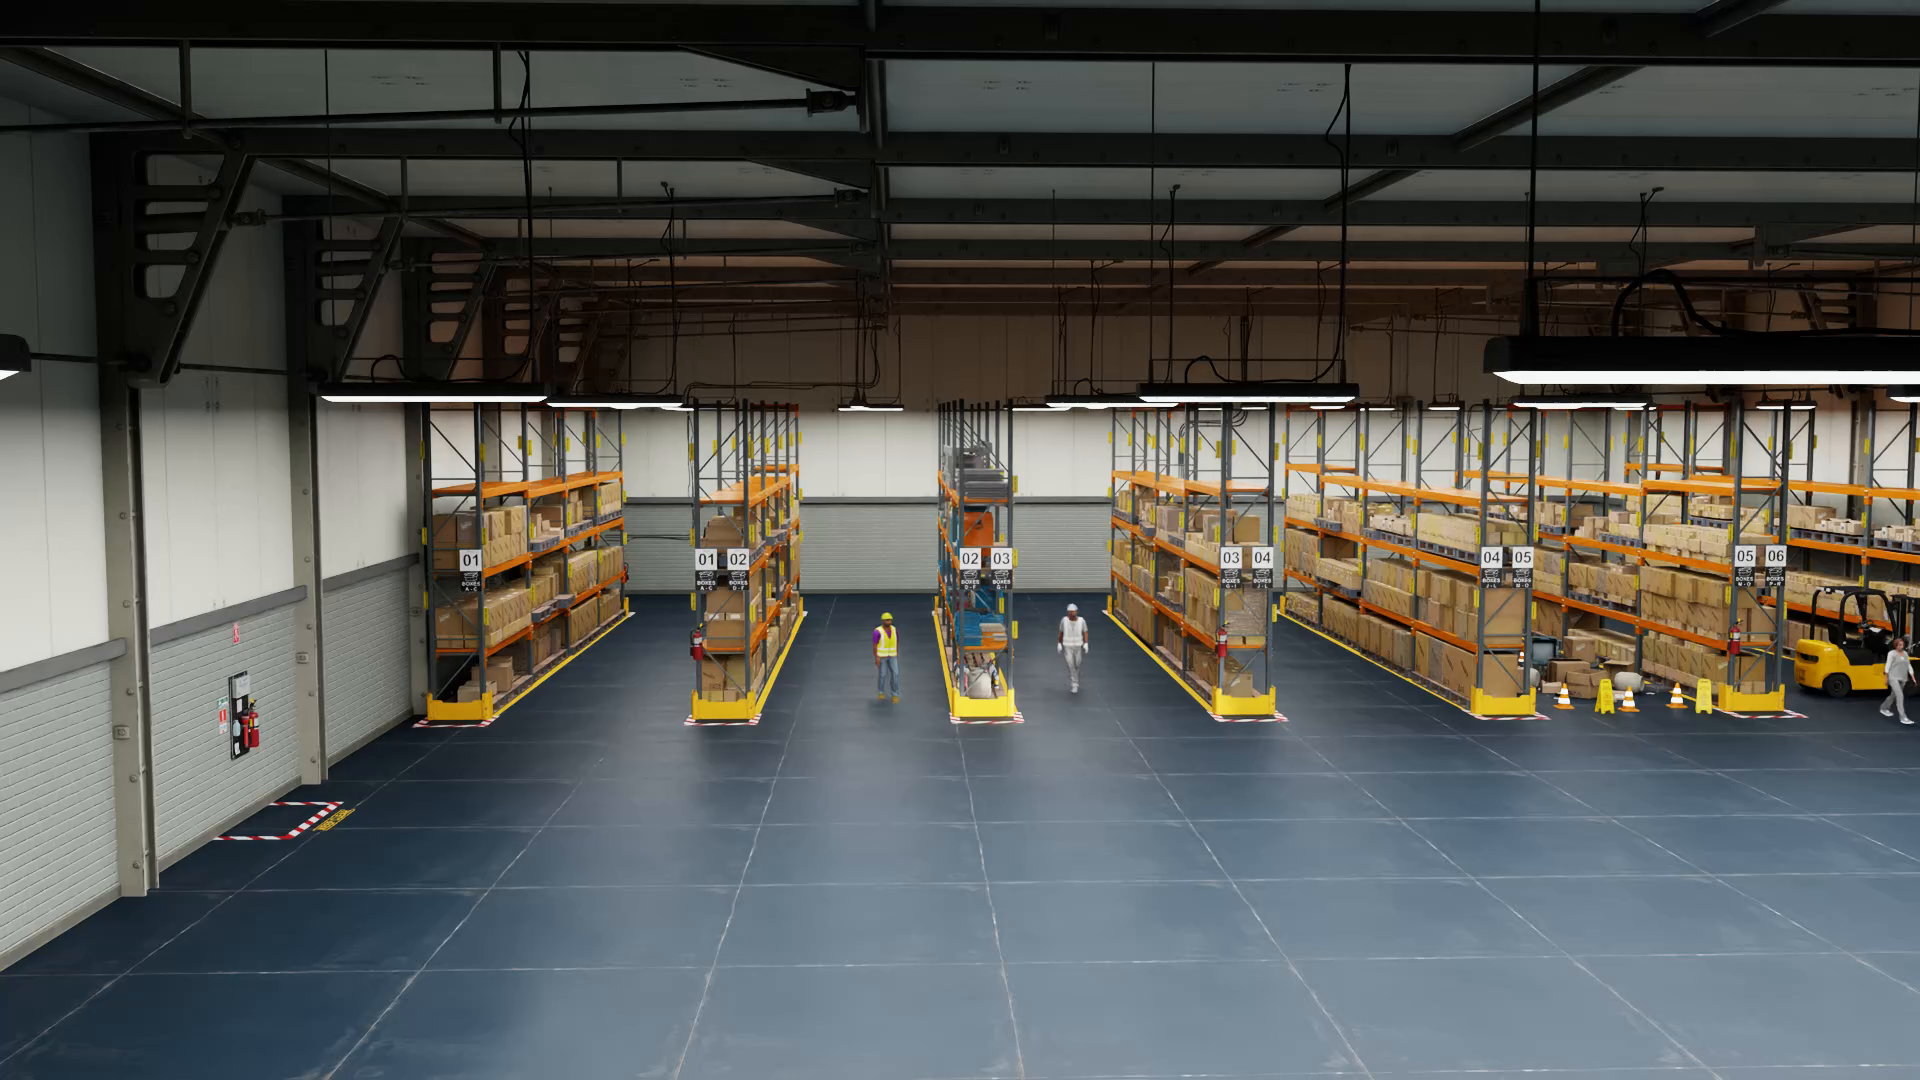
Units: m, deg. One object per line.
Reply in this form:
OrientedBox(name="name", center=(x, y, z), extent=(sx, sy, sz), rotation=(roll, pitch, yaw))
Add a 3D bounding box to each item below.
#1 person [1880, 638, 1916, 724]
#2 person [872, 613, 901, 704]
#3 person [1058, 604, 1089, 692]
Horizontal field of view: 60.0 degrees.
OrientedBox(name="person", center=(17.443, 2.589, 30.908), extent=(0.431, 1.549, 0.945), rotation=(-1, 4, -11))
OrientedBox(name="person", center=(-1.442, 2.350, 33.085), extent=(0.584, 1.803, 0.723), rotation=(-2, 5, -26))
OrientedBox(name="person", center=(2.359, 2.233, 34.505), extent=(0.590, 1.820, 0.705), rotation=(0, 4, -6))
